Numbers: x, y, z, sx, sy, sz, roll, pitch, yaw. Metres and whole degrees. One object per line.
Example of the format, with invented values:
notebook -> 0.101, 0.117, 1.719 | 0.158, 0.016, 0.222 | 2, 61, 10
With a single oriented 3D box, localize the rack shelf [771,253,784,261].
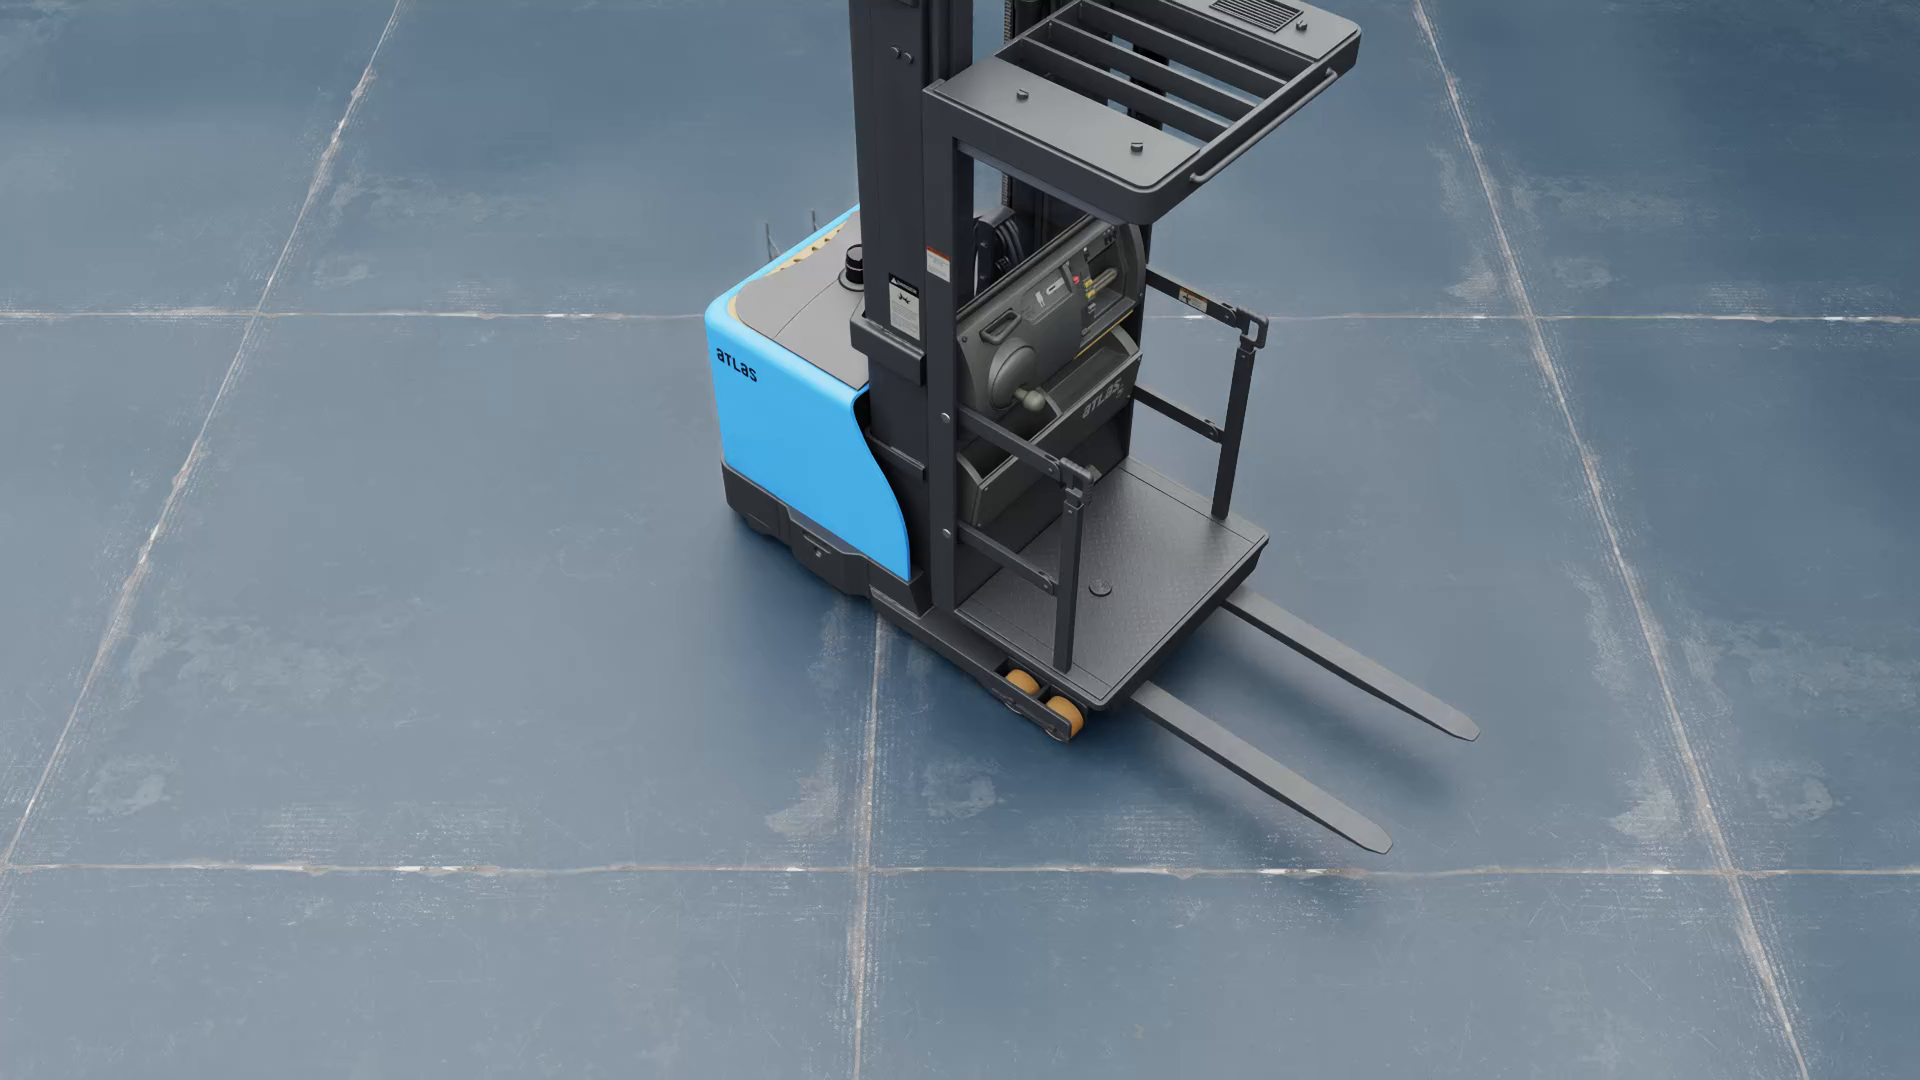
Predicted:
rack shelf -> -0.654, -1.114, 6.930 | 0.200, 0.077, 0.258 | -19, 50, -17

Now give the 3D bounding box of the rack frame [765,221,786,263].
rack frame -> -0.747, -0.922, 7.074 | 0.006, 0.900, 0.240 | -19, 50, -17

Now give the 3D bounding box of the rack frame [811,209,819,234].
rack frame -> -0.562, -0.984, 7.132 | 0.006, 0.900, 0.240 | -19, 50, -17

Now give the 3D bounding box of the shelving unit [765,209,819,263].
shelving unit -> -0.654, -0.953, 7.103 | 0.210, 0.900, 0.258 | -19, 50, -17

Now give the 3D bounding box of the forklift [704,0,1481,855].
forklift -> 0.480, -0.700, 5.480 | 3.031, 2.935, 1.130 | 32, 55, 26
